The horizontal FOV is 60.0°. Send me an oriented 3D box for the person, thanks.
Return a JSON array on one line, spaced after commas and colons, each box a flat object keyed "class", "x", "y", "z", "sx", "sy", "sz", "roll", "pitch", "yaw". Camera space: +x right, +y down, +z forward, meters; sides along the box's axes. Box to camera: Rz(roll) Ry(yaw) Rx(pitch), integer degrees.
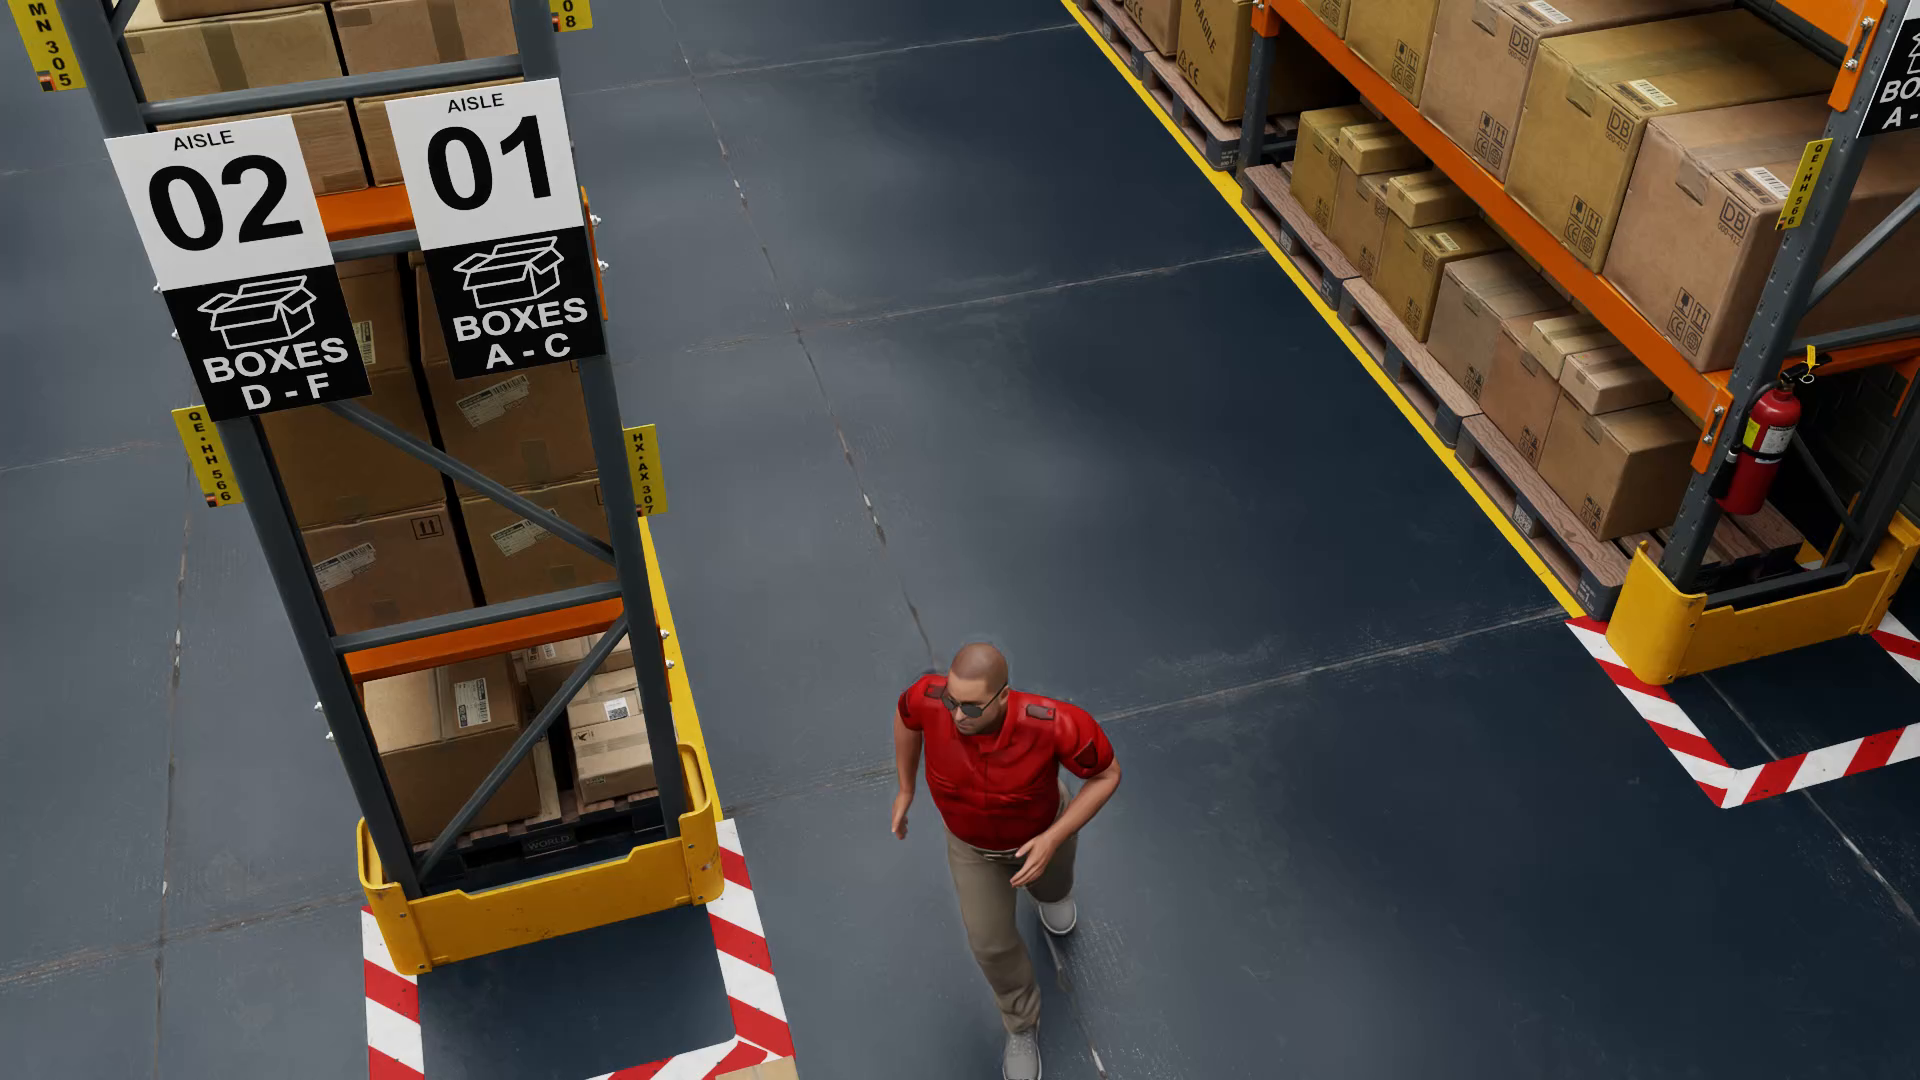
[{"class": "person", "x": 0.132, "y": 0.880, "z": 5.173, "sx": 0.702, "sy": 1.671, "sz": 0.860, "roll": 4, "pitch": 42, "yaw": 5}]
